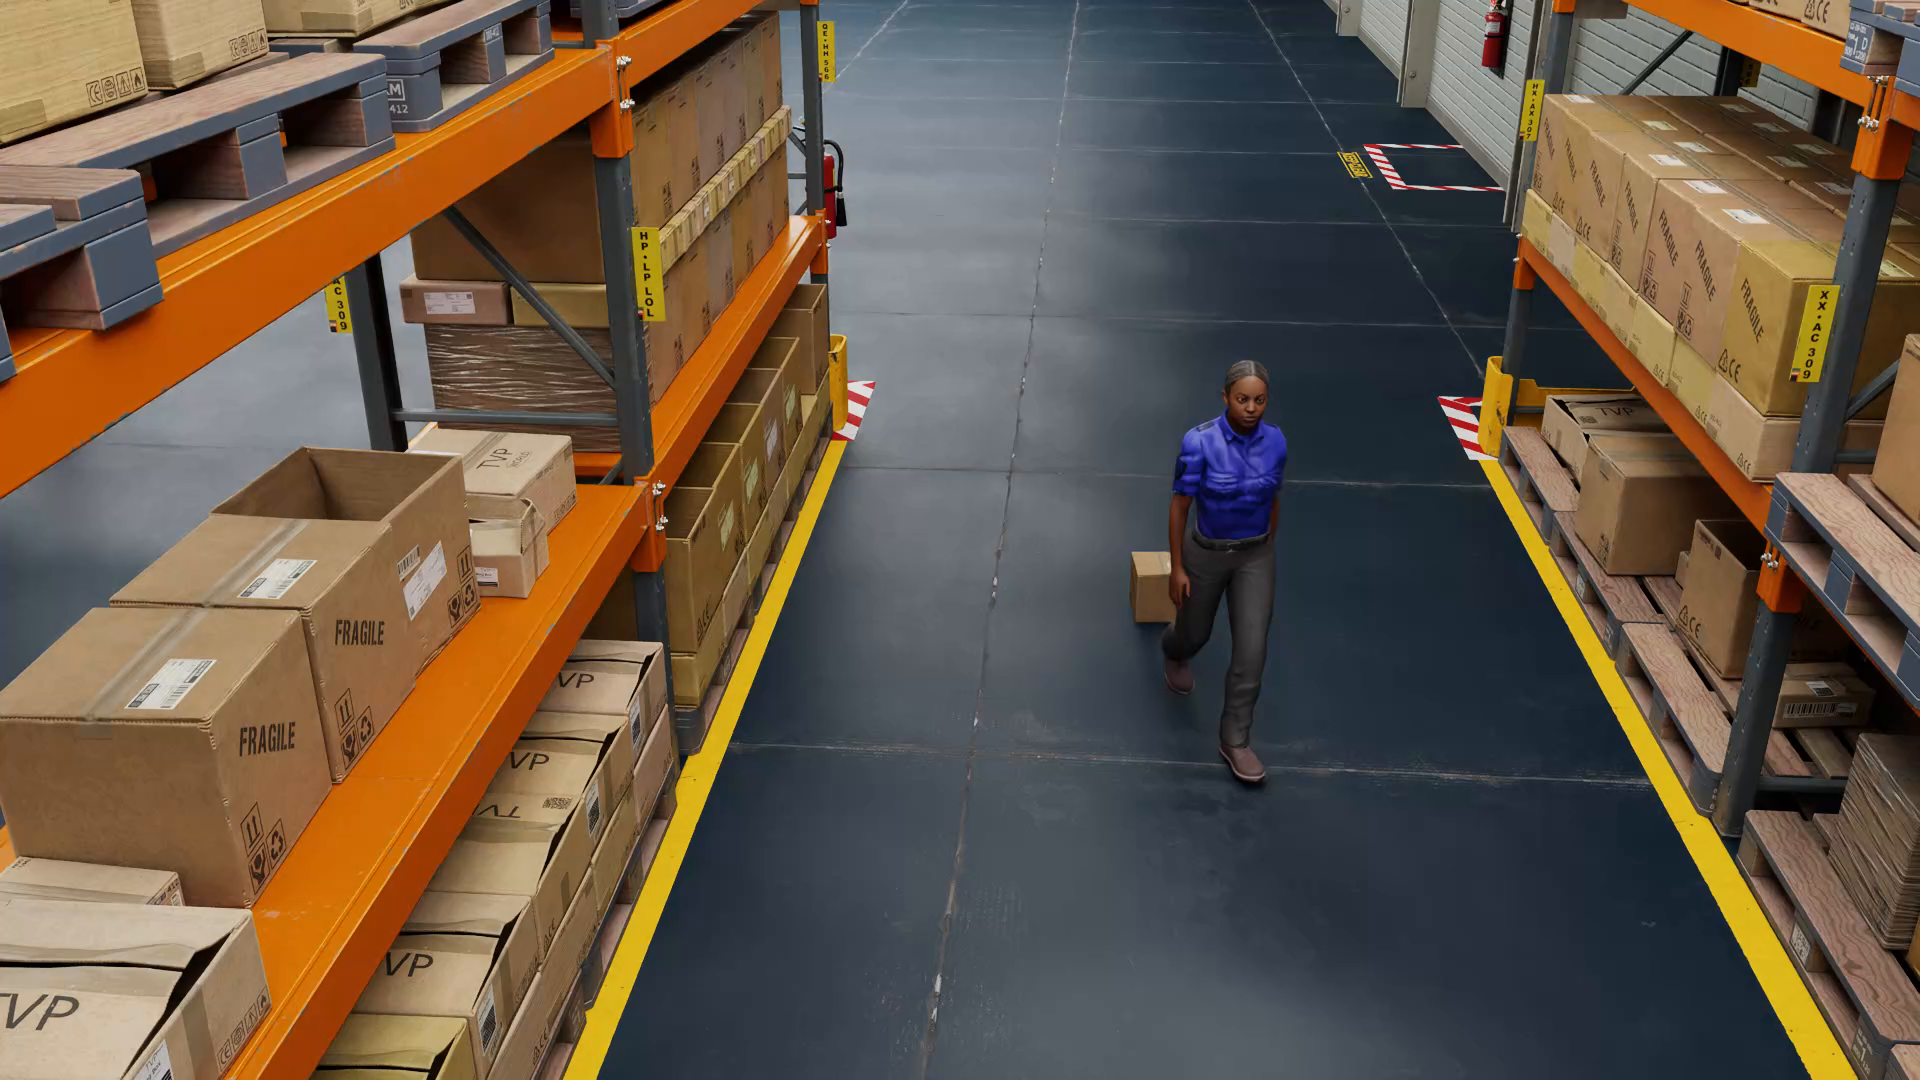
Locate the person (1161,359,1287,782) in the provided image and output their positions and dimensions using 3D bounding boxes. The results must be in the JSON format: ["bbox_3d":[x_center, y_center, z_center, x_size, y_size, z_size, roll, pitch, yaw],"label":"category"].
[{"bbox_3d":[1.009,0.045,6.497,0.459,1.617,0.882,-4,25,-8],"label":"person"}]
